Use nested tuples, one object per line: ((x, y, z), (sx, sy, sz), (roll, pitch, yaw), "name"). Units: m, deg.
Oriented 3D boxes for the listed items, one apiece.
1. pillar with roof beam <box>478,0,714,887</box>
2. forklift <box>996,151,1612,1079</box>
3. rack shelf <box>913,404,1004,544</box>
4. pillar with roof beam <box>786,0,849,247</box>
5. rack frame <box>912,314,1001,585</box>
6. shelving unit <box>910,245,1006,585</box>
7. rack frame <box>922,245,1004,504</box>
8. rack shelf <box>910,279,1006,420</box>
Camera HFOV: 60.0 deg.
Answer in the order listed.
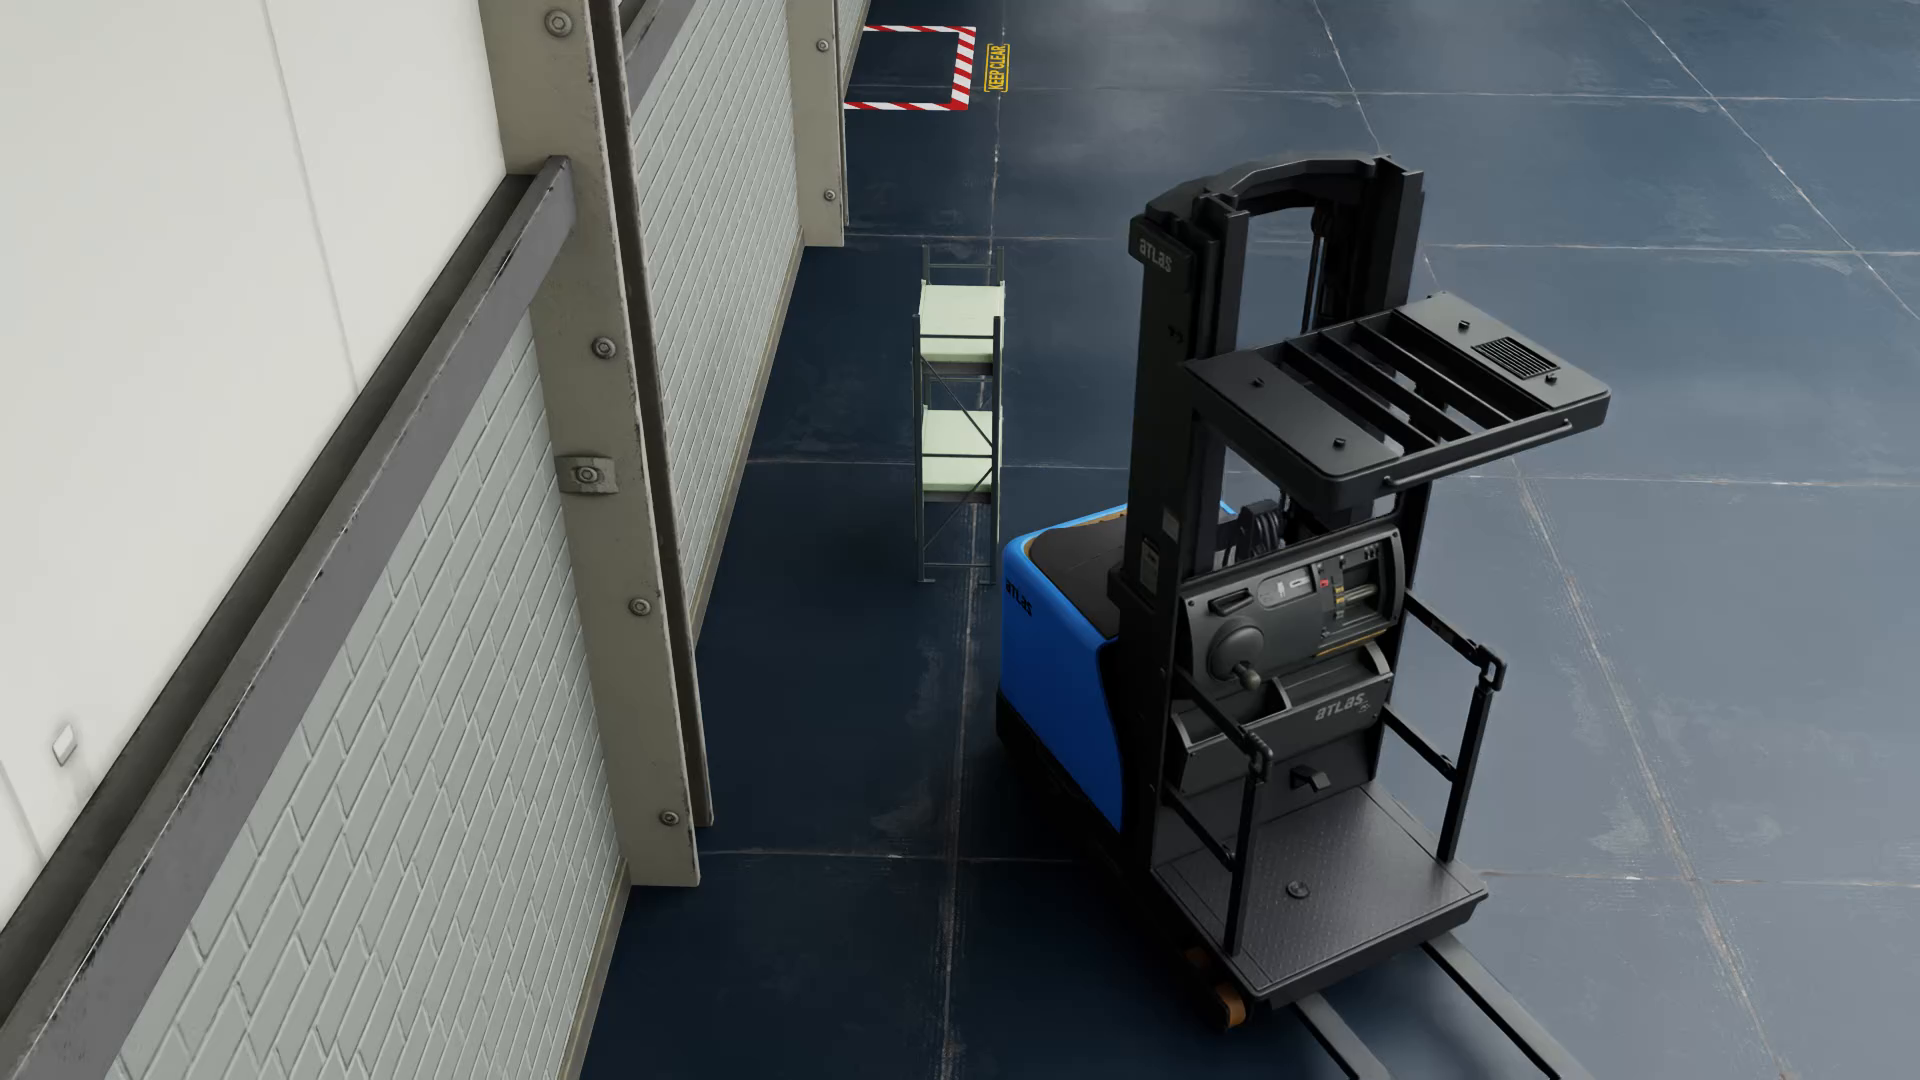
((3.099, -2.302, 4.145), (9.100, 9.000, 0.400), (1, 35, 2), "pillar with roof beam")
((1.288, 0.304, 5.715), (1.130, 2.935, 3.031), (-17, 38, -22), "forklift")
((0.000, -0.343, 8.446), (0.431, 0.370, 0.720), (1, 35, 2), "rack shelf")
((3.340, -5.749, 9.050), (9.100, 9.000, 0.400), (1, 35, 2), "pillar with roof beam")
((-0.015, -0.399, 7.960), (0.400, 1.500, 0.023), (1, 35, 2), "rack frame")
((0.000, -0.610, 8.259), (0.431, 1.500, 0.755), (1, 35, 2), "shelving unit")
((0.014, -0.820, 8.558), (0.400, 1.500, 0.023), (1, 35, 2), "rack frame")
((0.000, -0.929, 8.035), (0.431, 0.370, 0.720), (1, 35, 2), "rack shelf")
